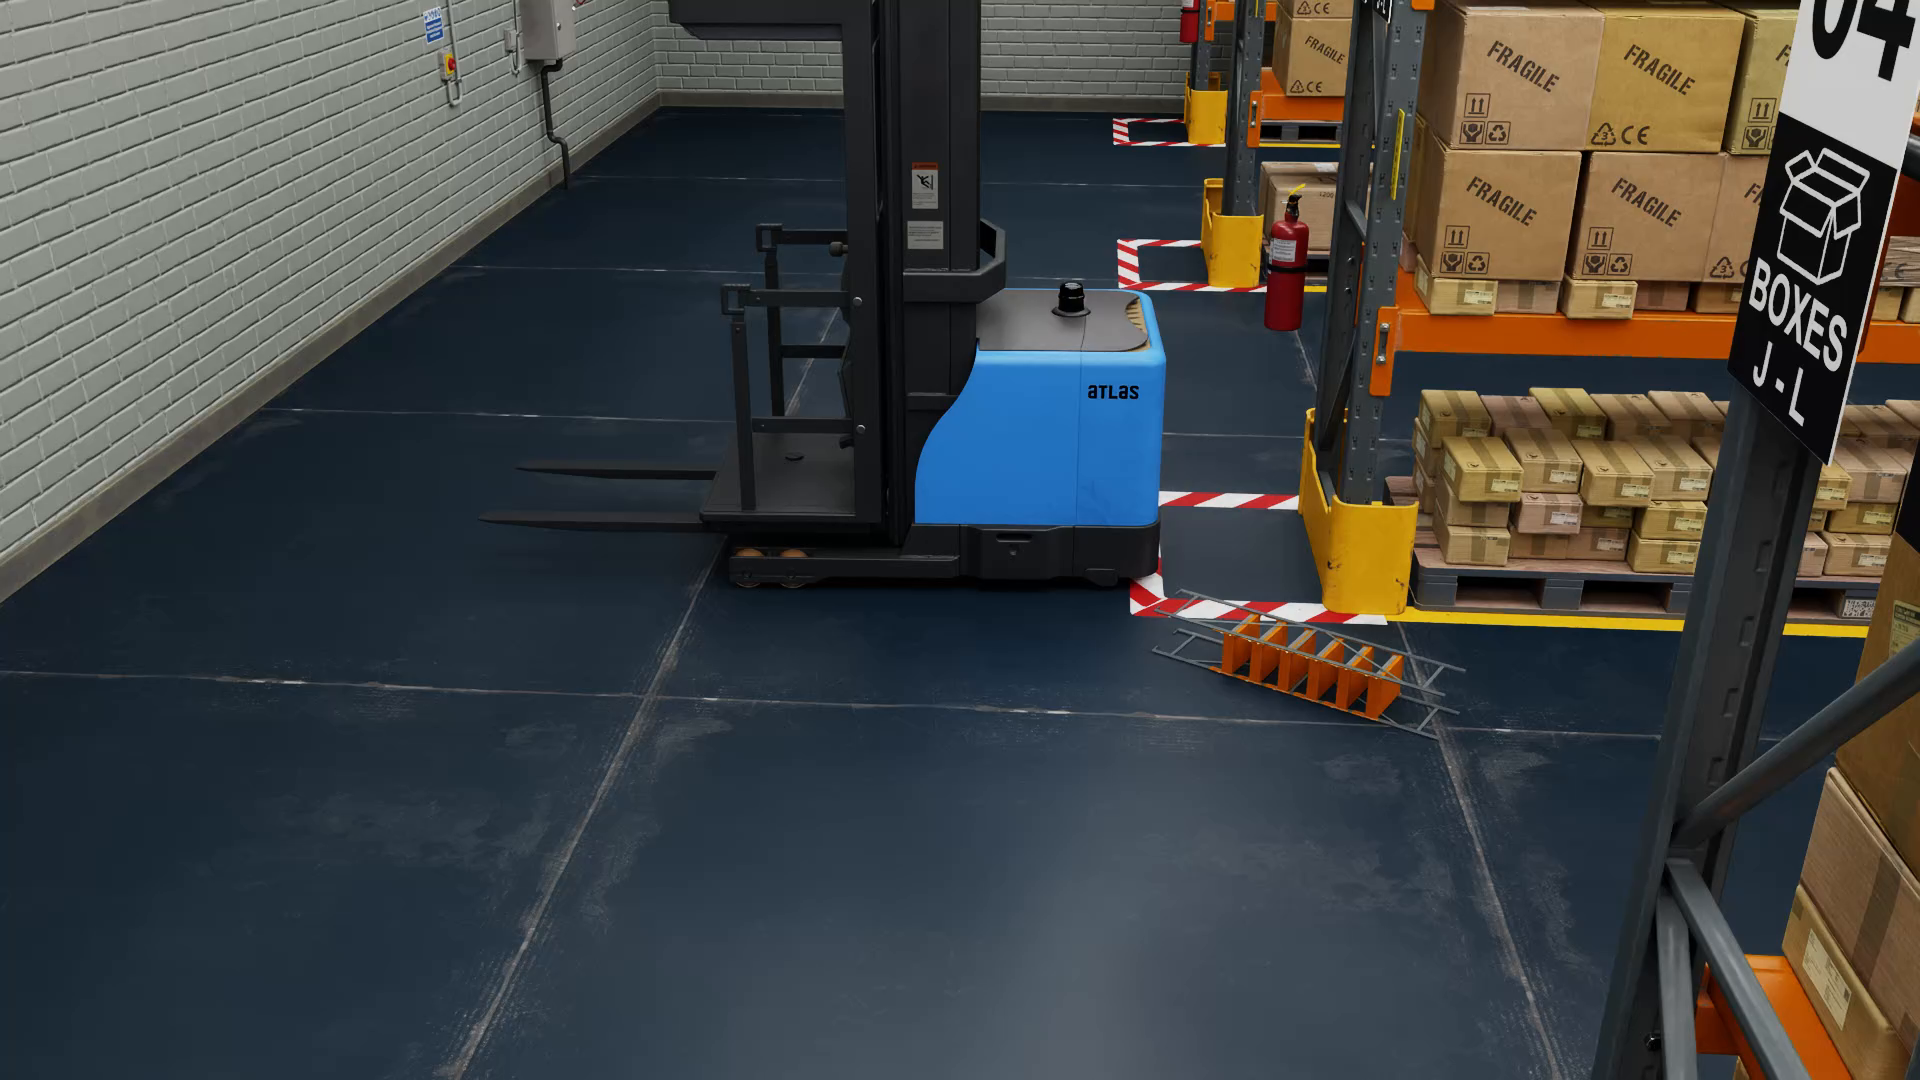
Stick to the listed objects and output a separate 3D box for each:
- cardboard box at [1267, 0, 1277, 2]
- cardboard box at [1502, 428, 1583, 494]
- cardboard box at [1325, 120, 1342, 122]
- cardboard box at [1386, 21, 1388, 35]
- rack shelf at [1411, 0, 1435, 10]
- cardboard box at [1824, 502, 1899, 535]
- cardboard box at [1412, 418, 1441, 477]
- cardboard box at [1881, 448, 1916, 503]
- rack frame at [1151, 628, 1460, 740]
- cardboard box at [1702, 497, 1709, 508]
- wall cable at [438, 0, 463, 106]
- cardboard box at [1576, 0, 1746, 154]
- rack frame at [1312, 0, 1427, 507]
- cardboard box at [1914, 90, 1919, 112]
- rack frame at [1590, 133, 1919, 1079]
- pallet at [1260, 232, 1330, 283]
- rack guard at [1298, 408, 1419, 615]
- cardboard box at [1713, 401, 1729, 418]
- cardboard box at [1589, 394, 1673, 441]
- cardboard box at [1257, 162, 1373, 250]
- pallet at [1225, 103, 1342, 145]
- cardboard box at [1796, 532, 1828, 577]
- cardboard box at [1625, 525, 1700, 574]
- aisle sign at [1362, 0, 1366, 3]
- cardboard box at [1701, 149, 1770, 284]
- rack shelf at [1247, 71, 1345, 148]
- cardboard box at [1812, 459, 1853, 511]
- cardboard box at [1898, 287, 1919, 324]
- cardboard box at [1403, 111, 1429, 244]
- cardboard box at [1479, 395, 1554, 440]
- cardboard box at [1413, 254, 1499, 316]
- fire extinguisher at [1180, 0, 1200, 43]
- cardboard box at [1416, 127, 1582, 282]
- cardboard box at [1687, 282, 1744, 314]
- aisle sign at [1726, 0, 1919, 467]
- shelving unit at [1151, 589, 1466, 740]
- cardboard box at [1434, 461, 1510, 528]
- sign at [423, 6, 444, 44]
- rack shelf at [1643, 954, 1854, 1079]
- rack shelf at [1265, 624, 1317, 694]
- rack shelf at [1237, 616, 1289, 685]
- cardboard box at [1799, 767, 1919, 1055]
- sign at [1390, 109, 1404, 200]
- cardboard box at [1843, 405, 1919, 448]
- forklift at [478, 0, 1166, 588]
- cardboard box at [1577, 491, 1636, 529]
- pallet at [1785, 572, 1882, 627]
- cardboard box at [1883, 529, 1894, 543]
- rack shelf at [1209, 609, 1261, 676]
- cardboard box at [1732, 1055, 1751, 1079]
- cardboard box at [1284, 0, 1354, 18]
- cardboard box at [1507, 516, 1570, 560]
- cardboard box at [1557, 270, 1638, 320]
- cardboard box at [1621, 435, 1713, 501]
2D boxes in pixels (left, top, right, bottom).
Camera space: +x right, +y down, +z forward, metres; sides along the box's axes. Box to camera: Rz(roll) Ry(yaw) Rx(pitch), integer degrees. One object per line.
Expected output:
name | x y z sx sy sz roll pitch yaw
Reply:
cardboard box | 2.915 -5.200 15.763 0.250 0.149 0.380 2 25 5
cardboard box | 2.477 -0.341 7.100 0.250 0.149 0.380 2 25 5
cardboard box | 3.803 -4.380 16.169 0.500 0.500 0.700 3 25 6
cardboard box | 2.938 -3.265 11.137 0.500 0.500 0.500 1 25 3
rack shelf | 3.690 -2.264 6.355 4.000 0.370 1.077 2 25 4
cardboard box | 3.780 -0.170 7.083 0.250 0.149 0.380 3 25 6
cardboard box | 2.244 -0.425 7.638 0.250 0.149 0.380 1 25 3
cardboard box | 4.004 -0.244 6.889 0.250 0.149 0.380 1 25 2
rack frame | 1.338 0.553 6.534 1.200 0.006 0.240 16 29 31
cardboard box | 3.238 -0.174 7.092 0.250 0.149 0.380 1 25 1
wall cable | -3.649 -4.005 11.613 0.123 1.953 0.585 2 25 4
cardboard box | 2.627 -1.789 6.377 0.500 0.500 0.500 3 25 6
rack frame | 1.696 -1.292 6.970 0.127 3.000 1.000 2 25 4
cardboard box | 3.653 -1.748 6.289 0.500 0.500 0.500 1 25 2
rack frame | 1.216 0.770 2.488 0.053 2.616 0.949 2 25 4
pallet | 2.778 -2.099 12.059 1.213 0.211 1.003 2 25 4
rack guard | 1.772 -0.154 7.487 0.348 0.500 1.175 2 25 4
cardboard box | 3.537 -0.485 7.412 0.250 0.149 0.380 1 25 2
cardboard box | 3.011 -0.525 7.499 0.250 0.149 0.380 1 25 2
cardboard box | 2.640 -2.406 11.953 0.875 0.438 0.875 1 25 2
pallet | 3.222 -4.133 16.480 1.213 0.211 1.003 2 25 4
cardboard box | 3.460 0.008 7.052 0.250 0.149 0.380 1 25 1
cardboard box | 2.956 -0.005 7.080 0.250 0.149 0.380 2 25 5
aisle sign | 1.647 -2.601 6.704 0.004 0.787 0.394 2 25 4
cardboard box | 3.146 -1.316 6.546 0.500 0.500 0.500 2 25 5
rack shelf | 3.969 -2.968 11.472 4.000 0.370 1.077 2 25 4
cardboard box | 3.506 -0.266 6.936 0.250 0.149 0.380 2 25 5
cardboard box | 3.818 -0.982 6.596 0.250 0.149 0.380 2 25 5
cardboard box | 2.164 -1.566 7.089 0.500 0.500 0.500 2 25 5
cardboard box | 2.490 -0.515 7.477 0.250 0.149 0.380 2 25 5
cardboard box | 1.994 -1.031 6.703 0.250 0.149 0.380 2 25 4
fire extinguisher | 2.169 -5.035 15.643 0.183 0.674 0.296 2 25 4
cardboard box | 2.123 -1.343 6.606 0.500 0.500 0.500 3 25 6
cardboard box | 3.053 -1.039 6.721 0.250 0.149 0.380 2 25 3
aisle sign | 1.167 -0.537 2.218 0.004 0.787 0.394 2 25 4
shelving unit | 1.338 0.470 6.496 1.200 0.189 0.258 16 29 31
cardboard box | 2.199 -0.199 7.147 0.250 0.149 0.380 3 25 6
sign | -3.714 -3.634 11.736 0.001 0.218 0.327 2 25 4
rack shelf | 3.210 1.162 2.496 4.000 0.370 1.077 2 25 4
rack shelf | 1.301 0.460 6.519 0.103 0.180 0.258 16 29 31
rack shelf | 1.202 0.431 6.581 0.103 0.180 0.258 16 29 31
cardboard box | 1.719 0.610 2.661 0.500 0.250 0.500 1 25 3
sign | 1.655 -1.459 6.298 0.005 0.325 0.100 2 25 4
cardboard box | 4.044 -0.464 7.367 0.250 0.149 0.380 1 25 2
forklift | -0.630 -1.340 7.156 3.031 2.935 1.130 1 25 2
cardboard box | 2.719 -0.196 7.140 0.250 0.149 0.380 2 25 5
pallet | 3.793 0.058 7.372 1.213 0.211 1.003 2 25 4
cardboard box | 3.981 0.000 7.070 0.250 0.149 0.380 2 25 5
rack shelf | 1.104 0.403 6.643 0.103 0.180 0.258 16 29 31
cardboard box | 1.860 1.533 2.869 0.875 0.875 0.875 2 25 4
cardboard box | 2.431 -3.724 10.940 0.500 0.500 0.500 1 25 3
cardboard box | 2.461 -0.064 7.208 0.250 0.149 0.380 2 25 4
cardboard box | 2.515 -1.009 6.656 0.250 0.149 0.380 1 25 2
cardboard box | 2.972 -0.306 7.024 0.250 0.149 0.380 1 25 1
